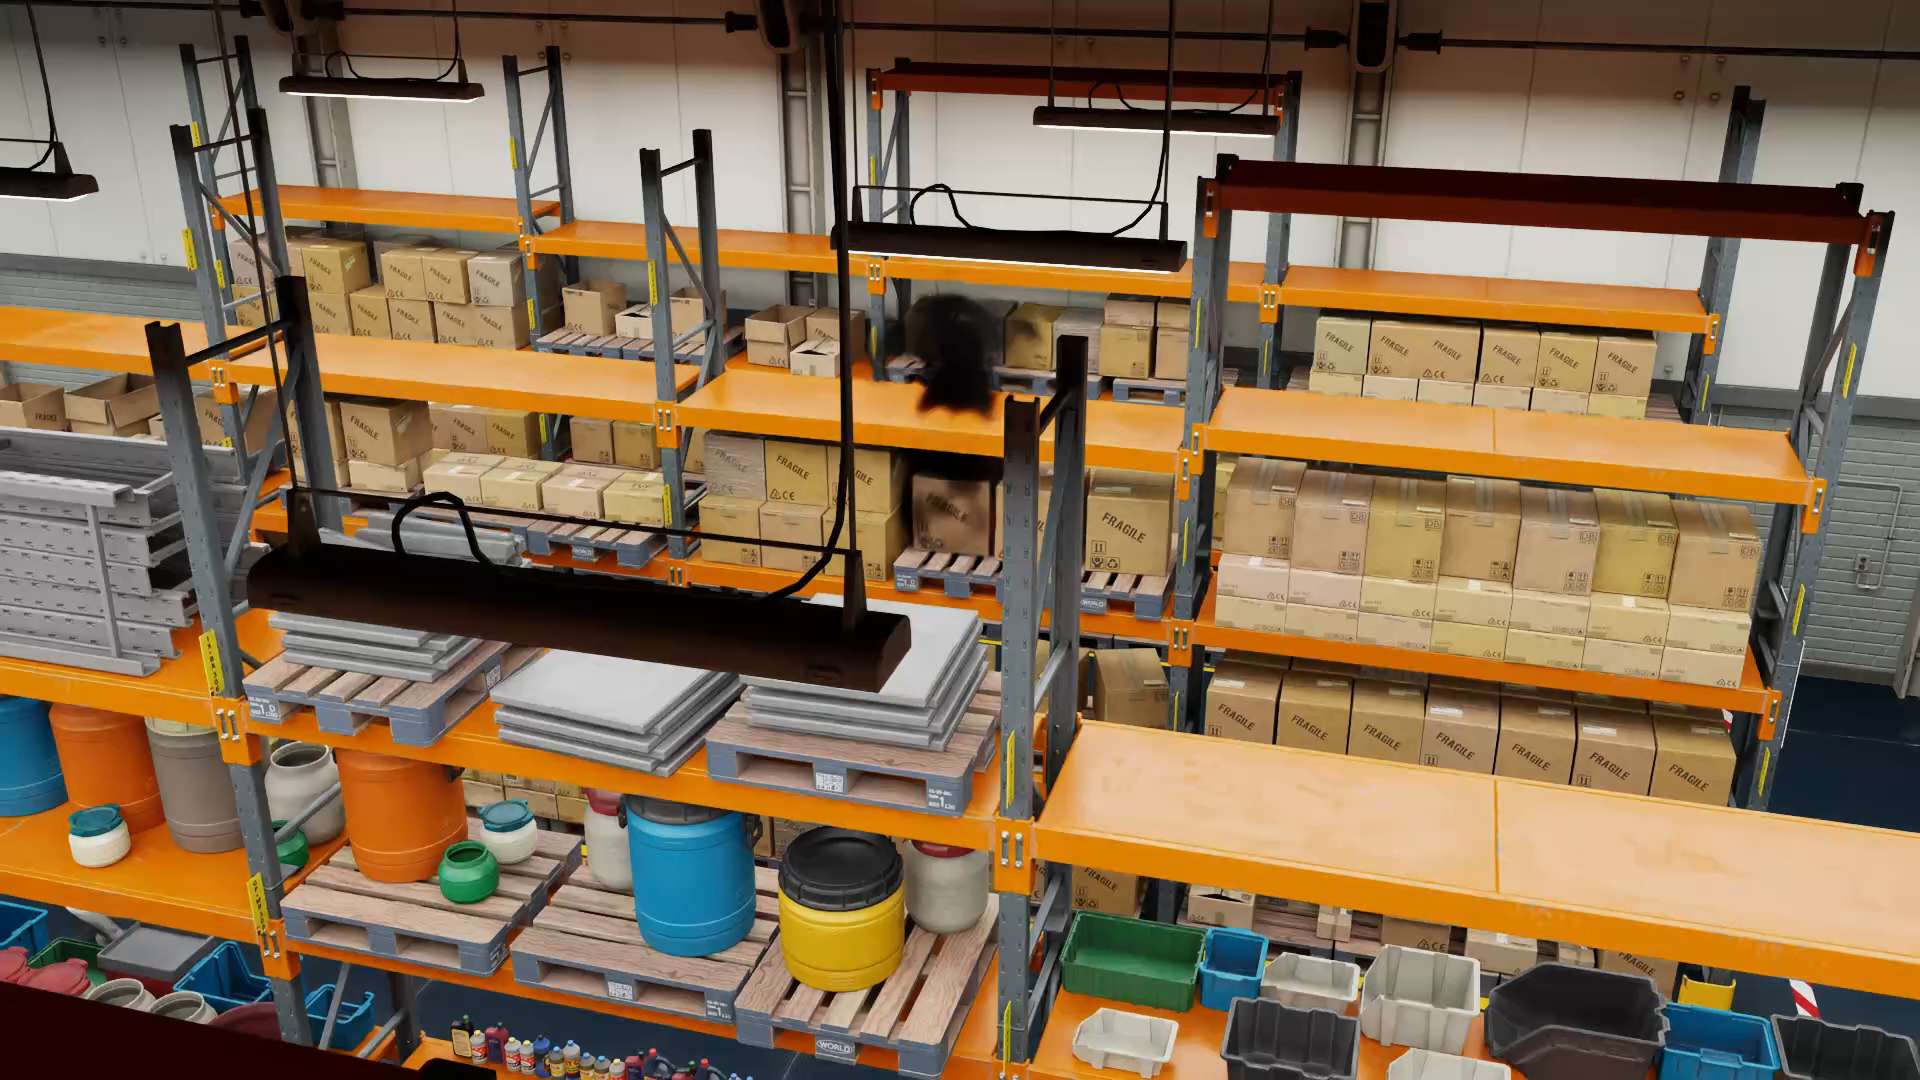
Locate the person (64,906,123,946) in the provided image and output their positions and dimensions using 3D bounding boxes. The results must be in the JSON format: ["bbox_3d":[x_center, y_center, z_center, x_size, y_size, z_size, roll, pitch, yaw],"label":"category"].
[{"bbox_3d":[-6.978,2.446,12.876,1.013,1.511,0.731,12,25,26],"label":"person"}]
